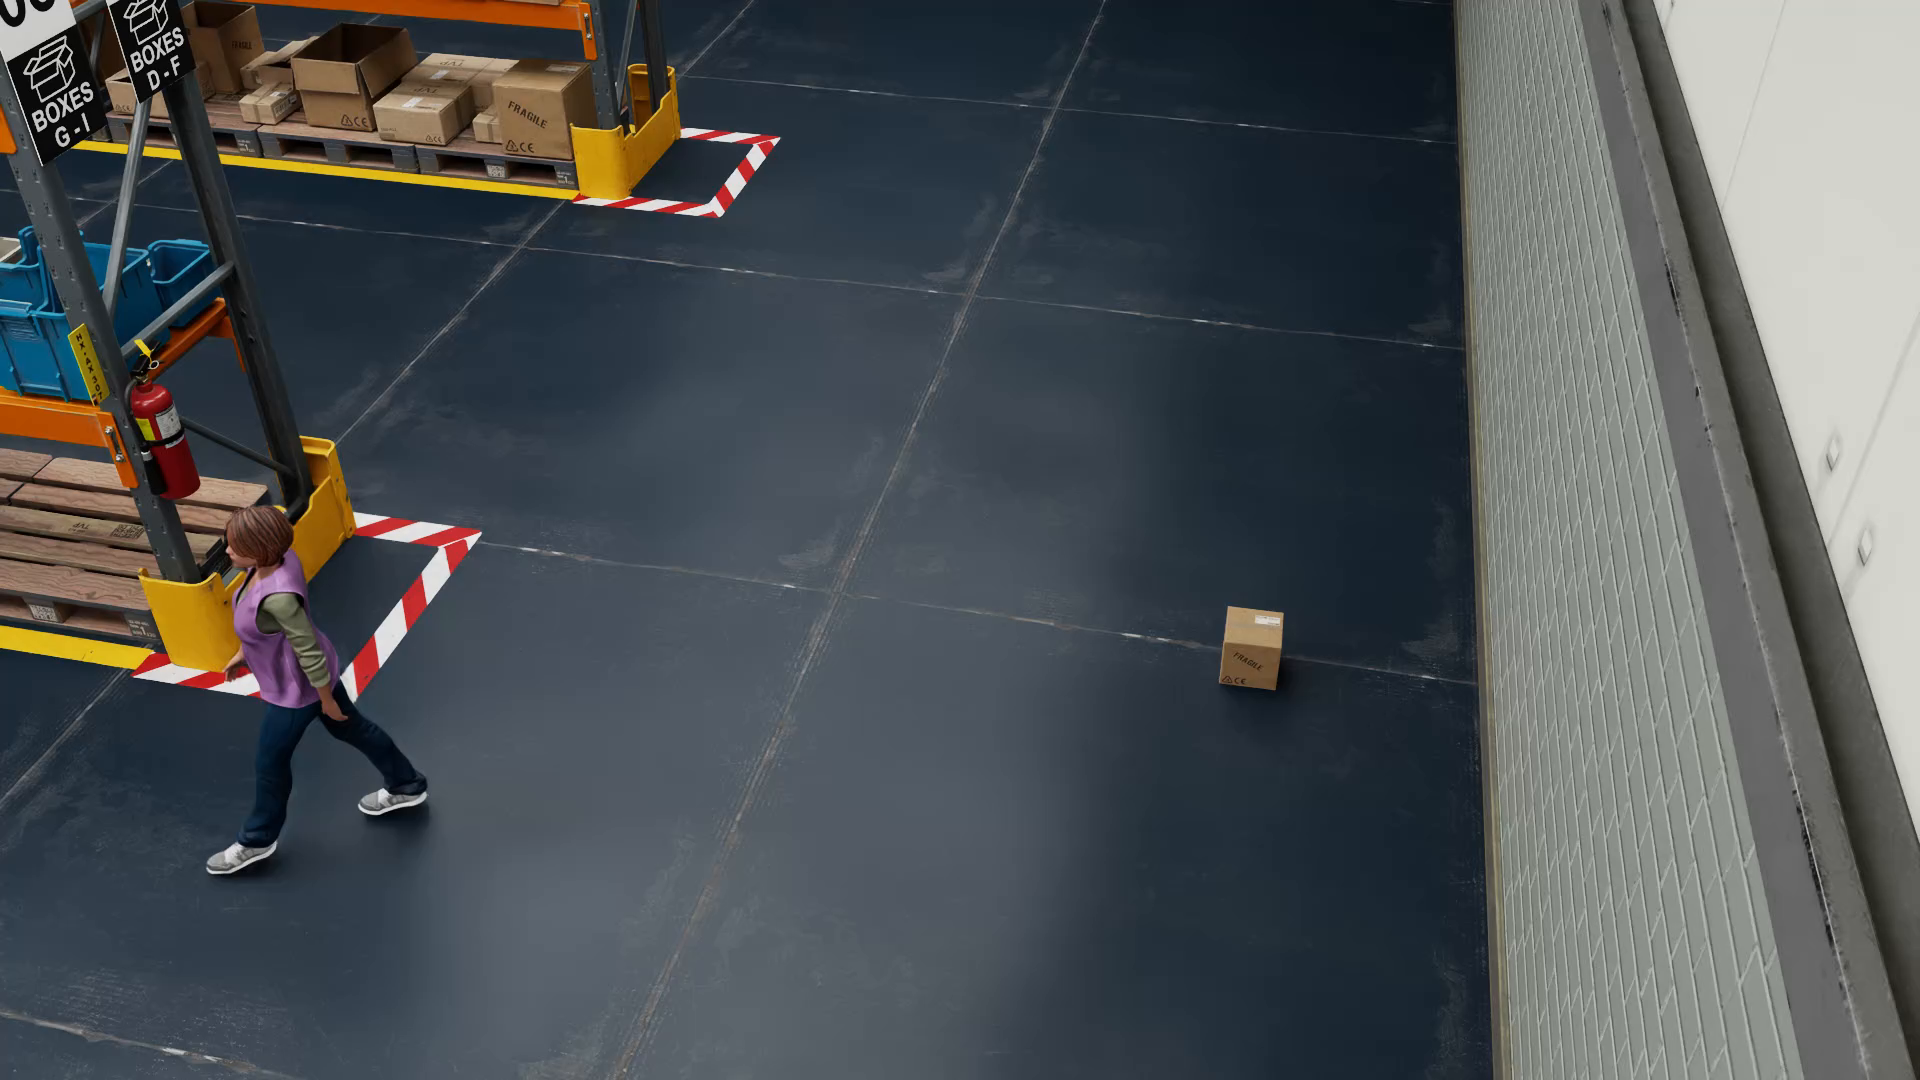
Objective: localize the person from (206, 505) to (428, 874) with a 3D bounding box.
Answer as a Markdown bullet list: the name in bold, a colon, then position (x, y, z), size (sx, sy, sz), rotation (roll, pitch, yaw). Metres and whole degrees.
- **person**: position (-2.574, 0.531, 6.244), size (0.862, 1.557, 0.413), rotation (-10, 38, -13)
